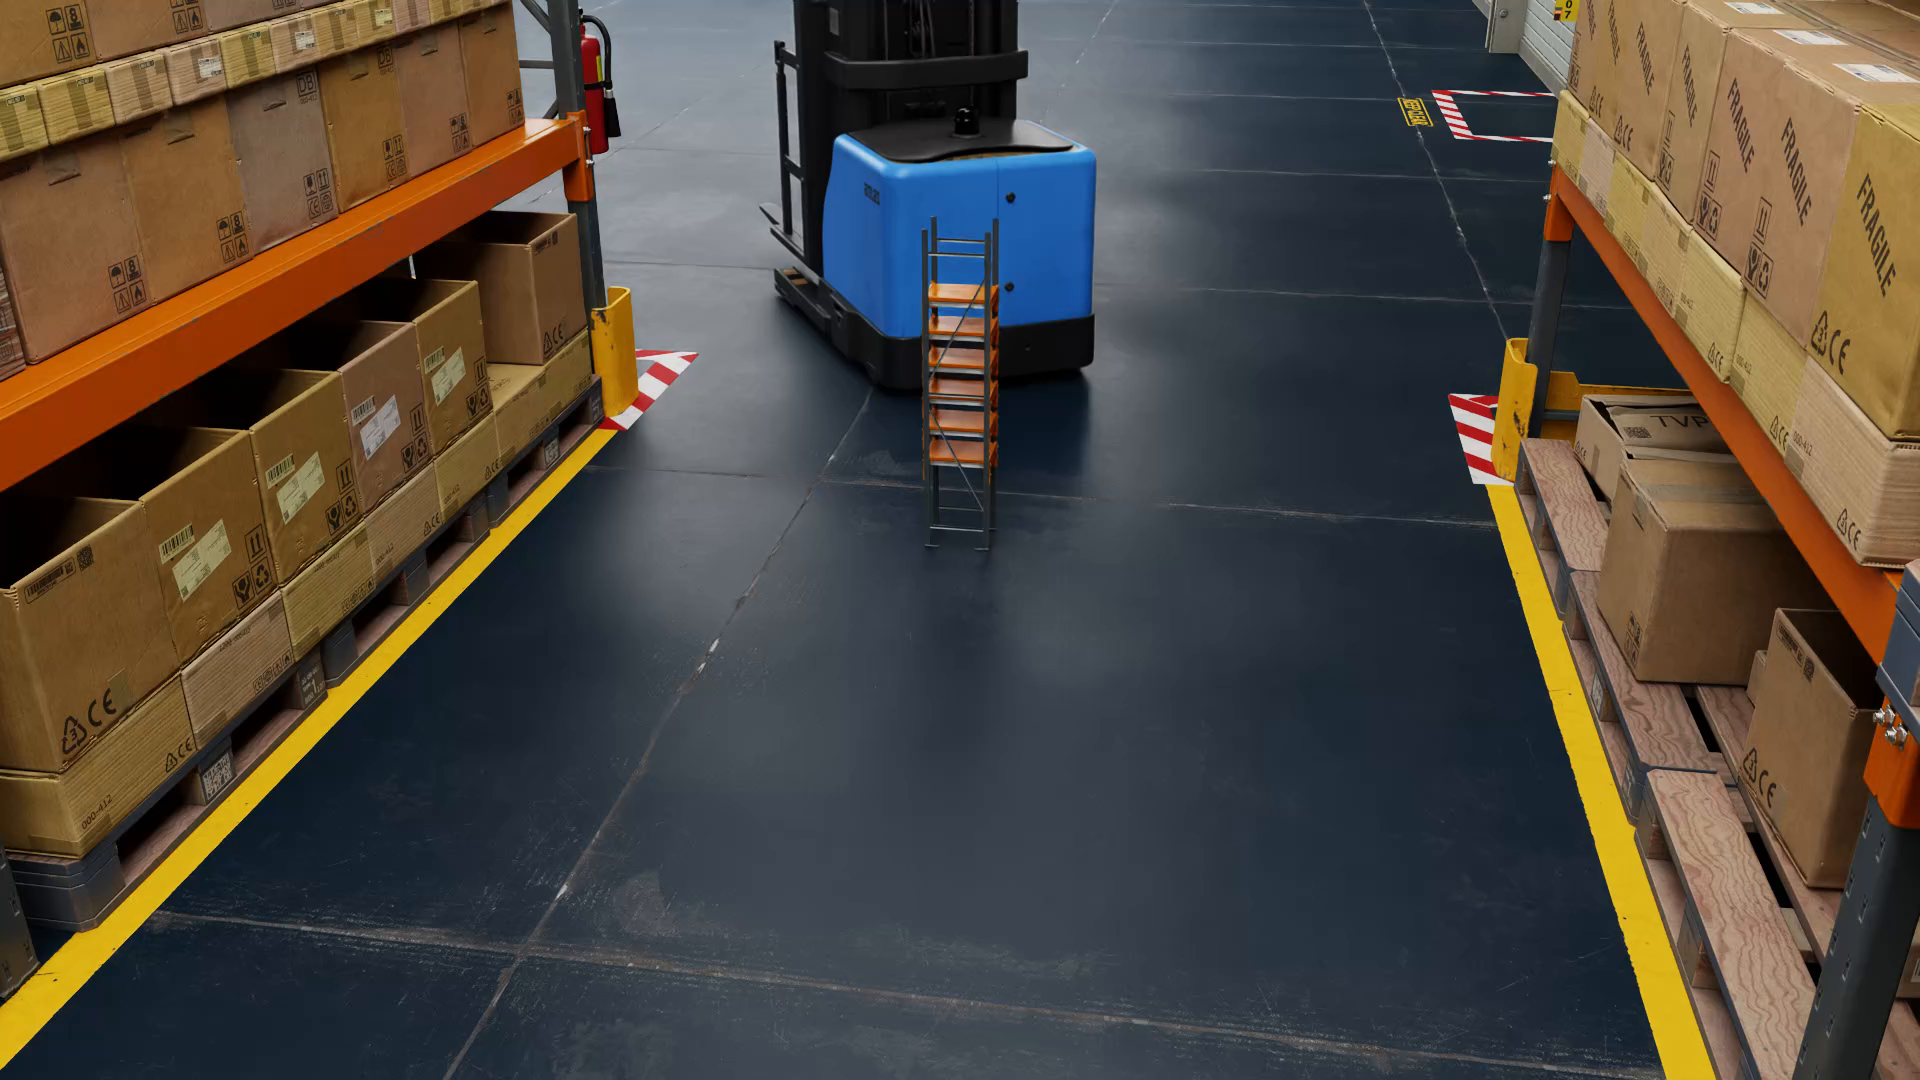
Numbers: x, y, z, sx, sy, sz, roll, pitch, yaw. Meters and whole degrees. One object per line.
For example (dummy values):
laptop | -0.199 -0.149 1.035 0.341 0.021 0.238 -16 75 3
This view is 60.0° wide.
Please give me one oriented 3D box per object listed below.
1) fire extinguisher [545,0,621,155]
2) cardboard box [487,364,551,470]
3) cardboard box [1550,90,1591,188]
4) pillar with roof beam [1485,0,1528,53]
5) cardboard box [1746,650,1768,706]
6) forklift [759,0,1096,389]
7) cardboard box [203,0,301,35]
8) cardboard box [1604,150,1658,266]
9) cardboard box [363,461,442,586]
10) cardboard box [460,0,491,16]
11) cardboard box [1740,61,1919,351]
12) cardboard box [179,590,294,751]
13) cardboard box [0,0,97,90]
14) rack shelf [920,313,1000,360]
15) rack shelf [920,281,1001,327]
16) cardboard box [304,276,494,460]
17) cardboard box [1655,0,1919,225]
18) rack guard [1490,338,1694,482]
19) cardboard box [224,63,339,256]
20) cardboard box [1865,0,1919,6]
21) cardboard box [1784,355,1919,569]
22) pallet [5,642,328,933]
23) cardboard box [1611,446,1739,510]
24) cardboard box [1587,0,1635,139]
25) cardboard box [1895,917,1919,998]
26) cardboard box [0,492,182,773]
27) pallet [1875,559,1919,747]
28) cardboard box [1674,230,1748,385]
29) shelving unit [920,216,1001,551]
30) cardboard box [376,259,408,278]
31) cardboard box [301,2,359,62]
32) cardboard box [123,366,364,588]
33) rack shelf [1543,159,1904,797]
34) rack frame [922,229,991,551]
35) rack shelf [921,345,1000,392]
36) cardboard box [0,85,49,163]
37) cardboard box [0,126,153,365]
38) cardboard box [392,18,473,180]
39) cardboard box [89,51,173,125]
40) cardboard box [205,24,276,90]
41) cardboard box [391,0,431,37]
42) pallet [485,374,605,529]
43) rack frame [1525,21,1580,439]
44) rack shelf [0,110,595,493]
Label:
fire extinguisher | -1.601 -1.986 7.045 0.296 0.674 0.183 4 25 9
cardboard box | -1.945 -0.494 6.514 0.500 0.250 0.500 4 25 9
cardboard box | 2.416 -1.421 5.900 0.500 0.250 0.500 3 25 7
pillar with roof beam | 1.262 -9.343 15.596 9.100 9.000 0.400 4 25 9
cardboard box | 2.436 0.436 4.625 0.380 0.149 0.250 2 25 4
forklift | -0.364 -2.610 8.369 1.130 2.935 3.031 -9 27 -19
cardboard box | -2.420 -1.779 4.864 0.700 0.500 0.500 4 25 9
cardboard box | 2.256 -0.990 4.980 0.500 0.250 0.500 4 25 8
cardboard box | -2.108 -0.075 5.621 0.500 0.250 0.500 4 25 9
cardboard box | -1.995 -2.060 6.229 0.380 0.149 0.250 5 25 10
cardboard box | 2.003 -0.698 3.471 0.500 0.500 0.500 4 25 8
cardboard box | -2.271 0.343 4.727 0.500 0.250 0.500 4 25 9
cardboard box | -2.585 -1.361 3.970 0.700 0.500 0.500 4 25 8
rack shelf | 0.002 -0.727 5.926 0.258 0.103 0.180 4 25 9
rack shelf | 0.002 -0.835 5.875 0.258 0.103 0.180 4 25 9
cardboard box | -2.022 -0.624 5.908 0.500 0.500 0.500 4 25 9
cardboard box | 2.181 -1.125 4.384 0.500 0.500 0.500 5 26 10
rack guard | 2.797 -0.498 6.724 1.175 0.500 0.348 4 25 9
cardboard box | -2.418 -1.207 5.172 0.700 0.500 0.500 5 26 10
cardboard box | 2.769 -1.304 4.767 0.500 0.500 0.500 3 25 7
cardboard box | 1.934 -0.149 3.183 0.500 0.250 0.500 4 25 9
pallet | -2.561 0.603 4.713 1.003 0.211 1.213 4 25 9
cardboard box | 2.514 -0.122 5.624 0.500 0.311 0.500 6 26 13
cardboard box | 2.344 -1.558 5.308 0.500 0.500 0.500 4 25 9
cardboard box | 2.213 0.869 3.678 0.380 0.166 0.250 1 25 2
cardboard box | -2.348 0.213 4.121 0.500 0.500 0.500 4 25 9
pallet | 1.887 0.408 2.067 1.003 0.211 1.213 4 25 9
cardboard box | 2.090 -0.568 4.079 0.500 0.250 0.500 4 25 8
shelving unit | 0.002 -0.549 6.009 0.258 1.200 0.189 4 25 9
cardboard box | -2.466 -0.870 6.433 0.500 0.500 0.500 4 25 9
cardboard box | -2.163 -1.628 5.306 0.380 0.149 0.250 5 25 10
cardboard box | -2.184 -0.205 5.014 0.500 0.500 0.500 4 25 9
rack shelf | 2.482 -0.499 4.627 1.077 0.370 4.000 4 25 9
rack frame | -0.013 -0.511 5.927 0.240 1.200 0.006 4 25 9
rack shelf | 0.002 -0.618 5.977 0.258 0.103 0.180 4 25 9
cardboard box | -2.416 -0.982 3.926 0.380 0.149 0.250 3 25 7
cardboard box | -2.586 -0.783 4.266 0.700 0.500 0.500 4 25 8
cardboard box | -2.249 -1.634 6.085 0.700 0.500 0.500 5 25 10
cardboard box | -2.332 -1.196 4.383 0.380 0.149 0.250 3 25 7
cardboard box | -2.248 -1.417 4.855 0.380 0.149 0.250 4 25 8
cardboard box | -2.080 -1.848 5.776 0.380 0.149 0.250 4 25 9
pallet | -2.162 -0.418 6.893 1.003 0.211 1.213 4 25 9
rack frame | 2.809 -1.662 6.262 1.000 3.000 0.127 4 25 9
rack shelf | -2.406 -0.841 5.357 1.077 0.370 4.000 4 25 9
